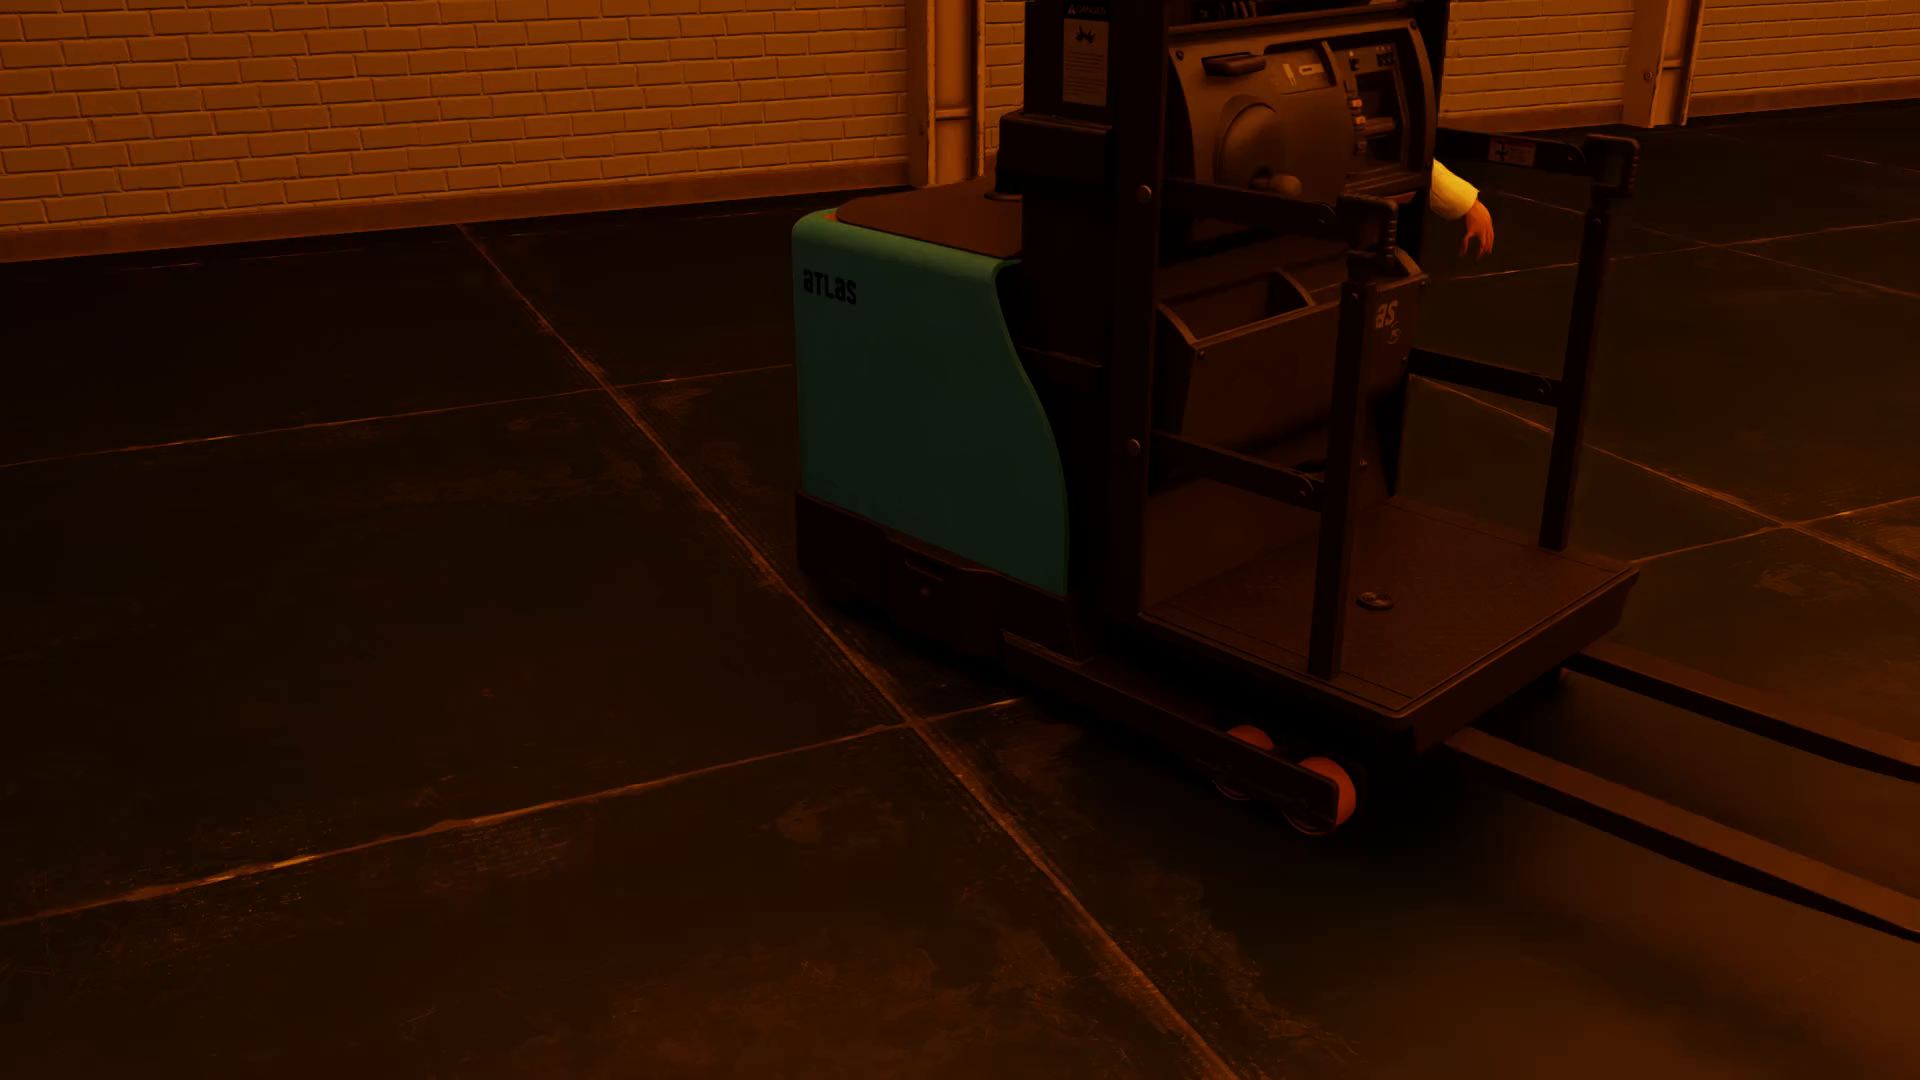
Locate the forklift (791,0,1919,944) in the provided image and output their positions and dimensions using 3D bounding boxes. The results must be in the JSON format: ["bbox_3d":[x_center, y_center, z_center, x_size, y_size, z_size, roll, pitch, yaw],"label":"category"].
[{"bbox_3d":[0.928,-0.942,3.554,1.130,2.935,3.031,-21,30,-40],"label":"forklift"}]

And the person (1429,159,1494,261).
[{"bbox_3d":[1.190,-0.915,5.288,0.916,1.707,0.938,-18,29,-37],"label":"person"}]
